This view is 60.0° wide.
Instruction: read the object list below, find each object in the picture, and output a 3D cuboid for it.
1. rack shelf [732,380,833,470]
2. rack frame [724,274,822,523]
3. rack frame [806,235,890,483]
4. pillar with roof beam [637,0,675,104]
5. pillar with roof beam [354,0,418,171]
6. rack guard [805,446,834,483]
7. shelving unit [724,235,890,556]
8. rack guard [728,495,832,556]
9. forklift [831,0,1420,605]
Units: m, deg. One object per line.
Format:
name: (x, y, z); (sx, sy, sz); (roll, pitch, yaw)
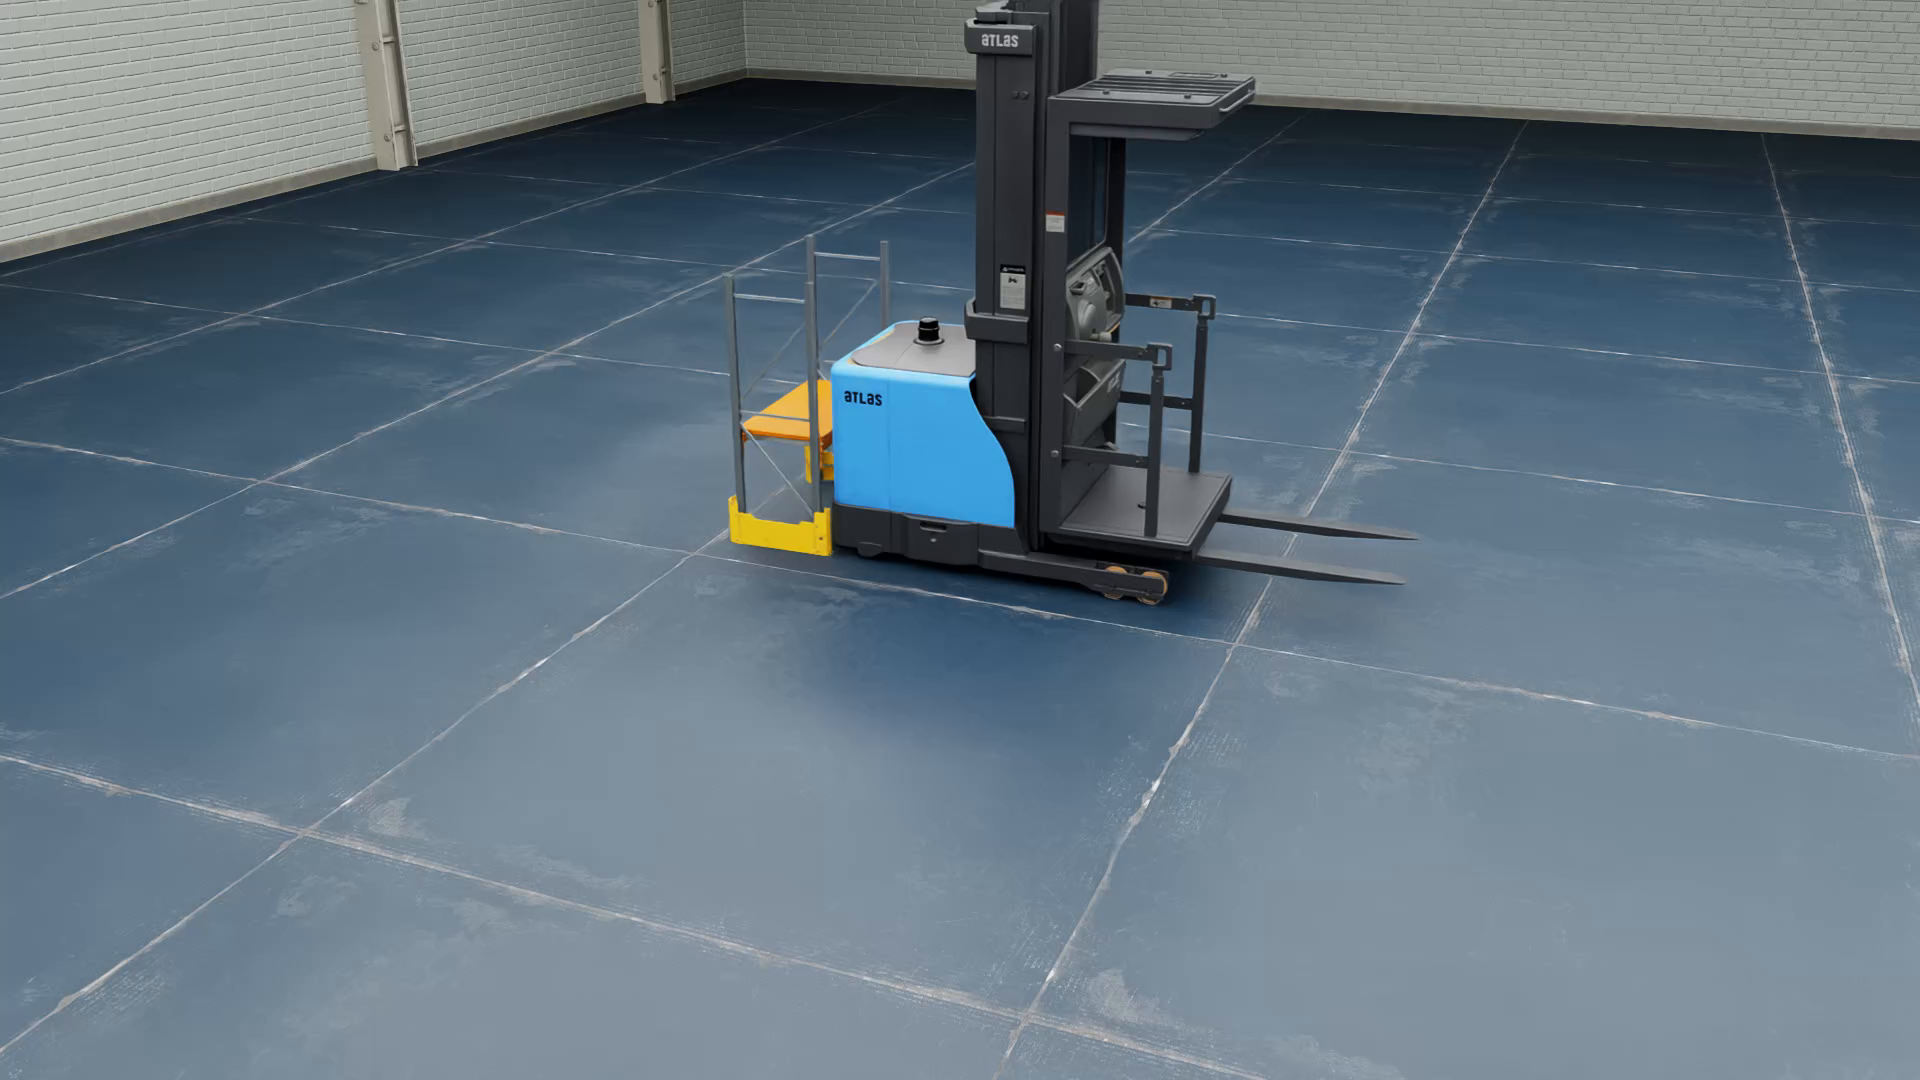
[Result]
rack shelf: (-0.815, -0.675, 9.387); (0.538, 0.185, 1.000); (8, 24, 18)
rack frame: (-0.988, -0.657, 8.876); (0.500, 1.500, 0.032); (8, 24, 18)
rack frame: (-0.643, -1.025, 9.759); (0.500, 1.500, 0.032); (8, 24, 18)
pillar with roof beam: (-0.534, -10.162, 21.904); (9.100, 9.000, 0.400); (9, 24, 20)
pillar with roof beam: (-2.762, -8.015, 16.763); (9.100, 9.000, 0.400); (9, 24, 20)
rack guard: (-0.649, -0.441, 9.983); (0.587, 0.250, 0.087); (8, 24, 18)
shelving unit: (-0.818, -0.838, 9.310); (0.587, 1.500, 1.083); (8, 24, 18)
rack guard: (-0.987, -0.080, 9.118); (0.587, 0.250, 0.087); (8, 24, 18)
forklift: (0.880, -1.255, 8.452); (3.031, 2.935, 1.130); (8, 24, 19)
